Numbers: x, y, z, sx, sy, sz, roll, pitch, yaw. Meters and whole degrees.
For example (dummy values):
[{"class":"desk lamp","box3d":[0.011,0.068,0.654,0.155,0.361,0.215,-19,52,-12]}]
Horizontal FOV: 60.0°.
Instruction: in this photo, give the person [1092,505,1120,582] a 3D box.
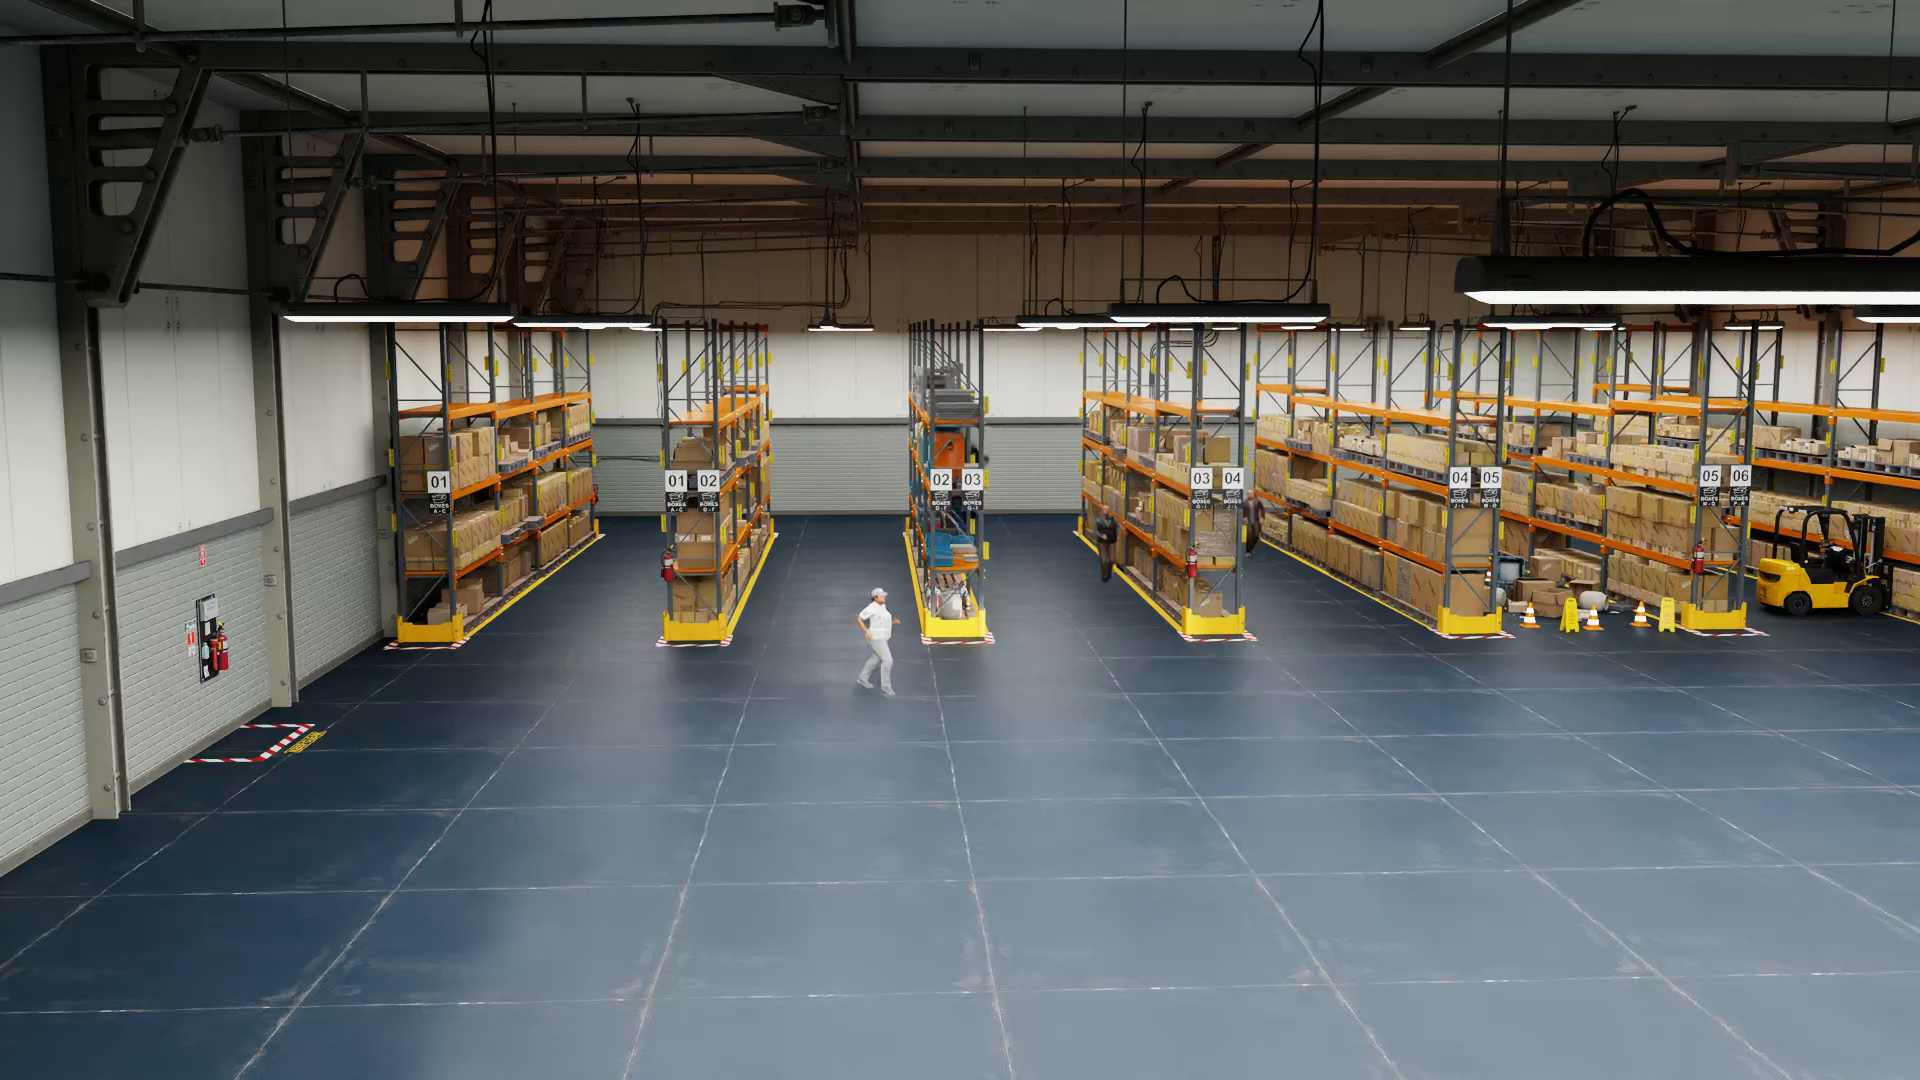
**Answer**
[{"class":"person","box3d":[3.238,0.090,36.527,0.653,1.697,0.553,-1,7,-7]}]

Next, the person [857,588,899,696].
[{"class":"person","box3d":[-1.326,1.626,26.581,0.767,1.728,0.580,2,7,17]}]

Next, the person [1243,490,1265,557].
[{"class":"person","box3d":[7.492,-0.417,42.751,0.722,1.737,0.607,0,7,2]}]

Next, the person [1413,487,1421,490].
[{"class":"person","box3d":[13.676,-1.207,49.572,0.642,1.625,0.663,2,7,18]}]
